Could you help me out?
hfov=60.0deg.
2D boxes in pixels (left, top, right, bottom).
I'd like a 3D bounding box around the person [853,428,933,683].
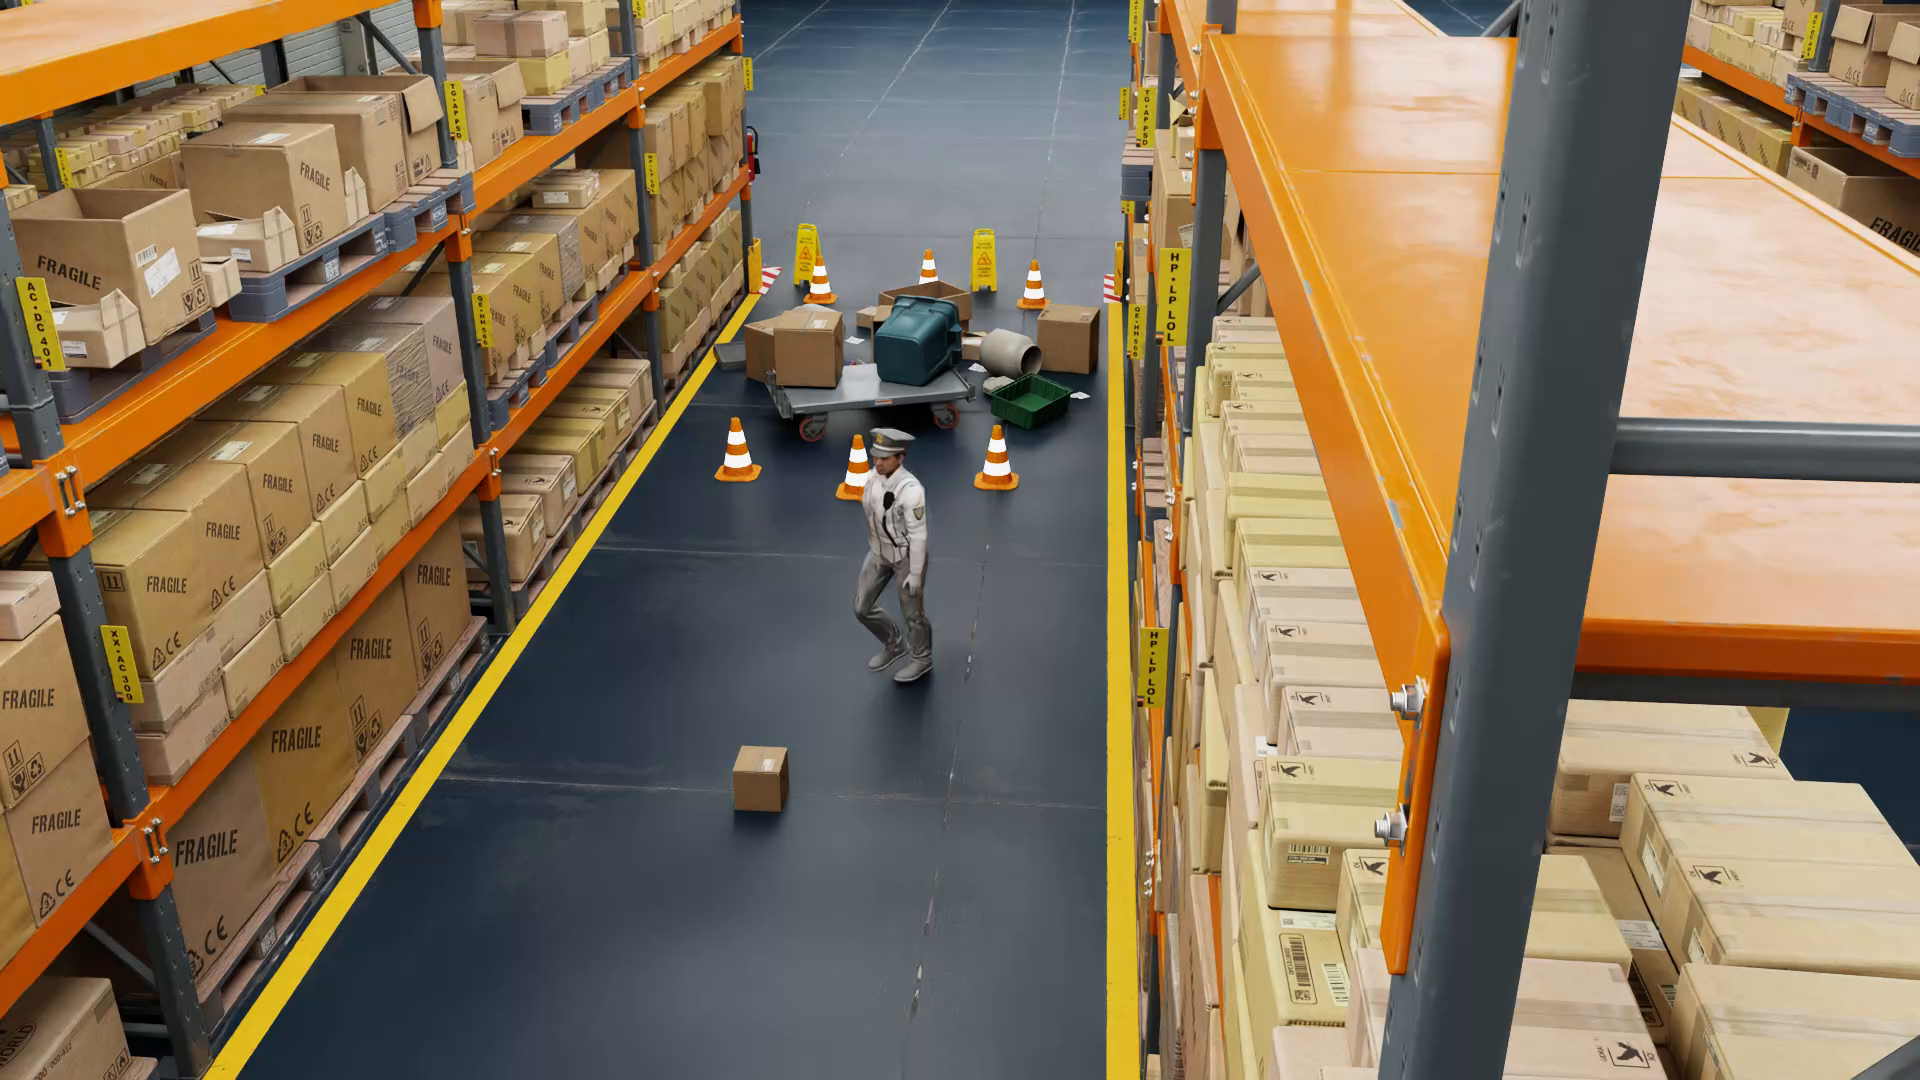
[{"bbox_3d":[-0.351,0.099,9.714,0.477,1.663,0.509,-21,32,-38],"label":"person"}]
